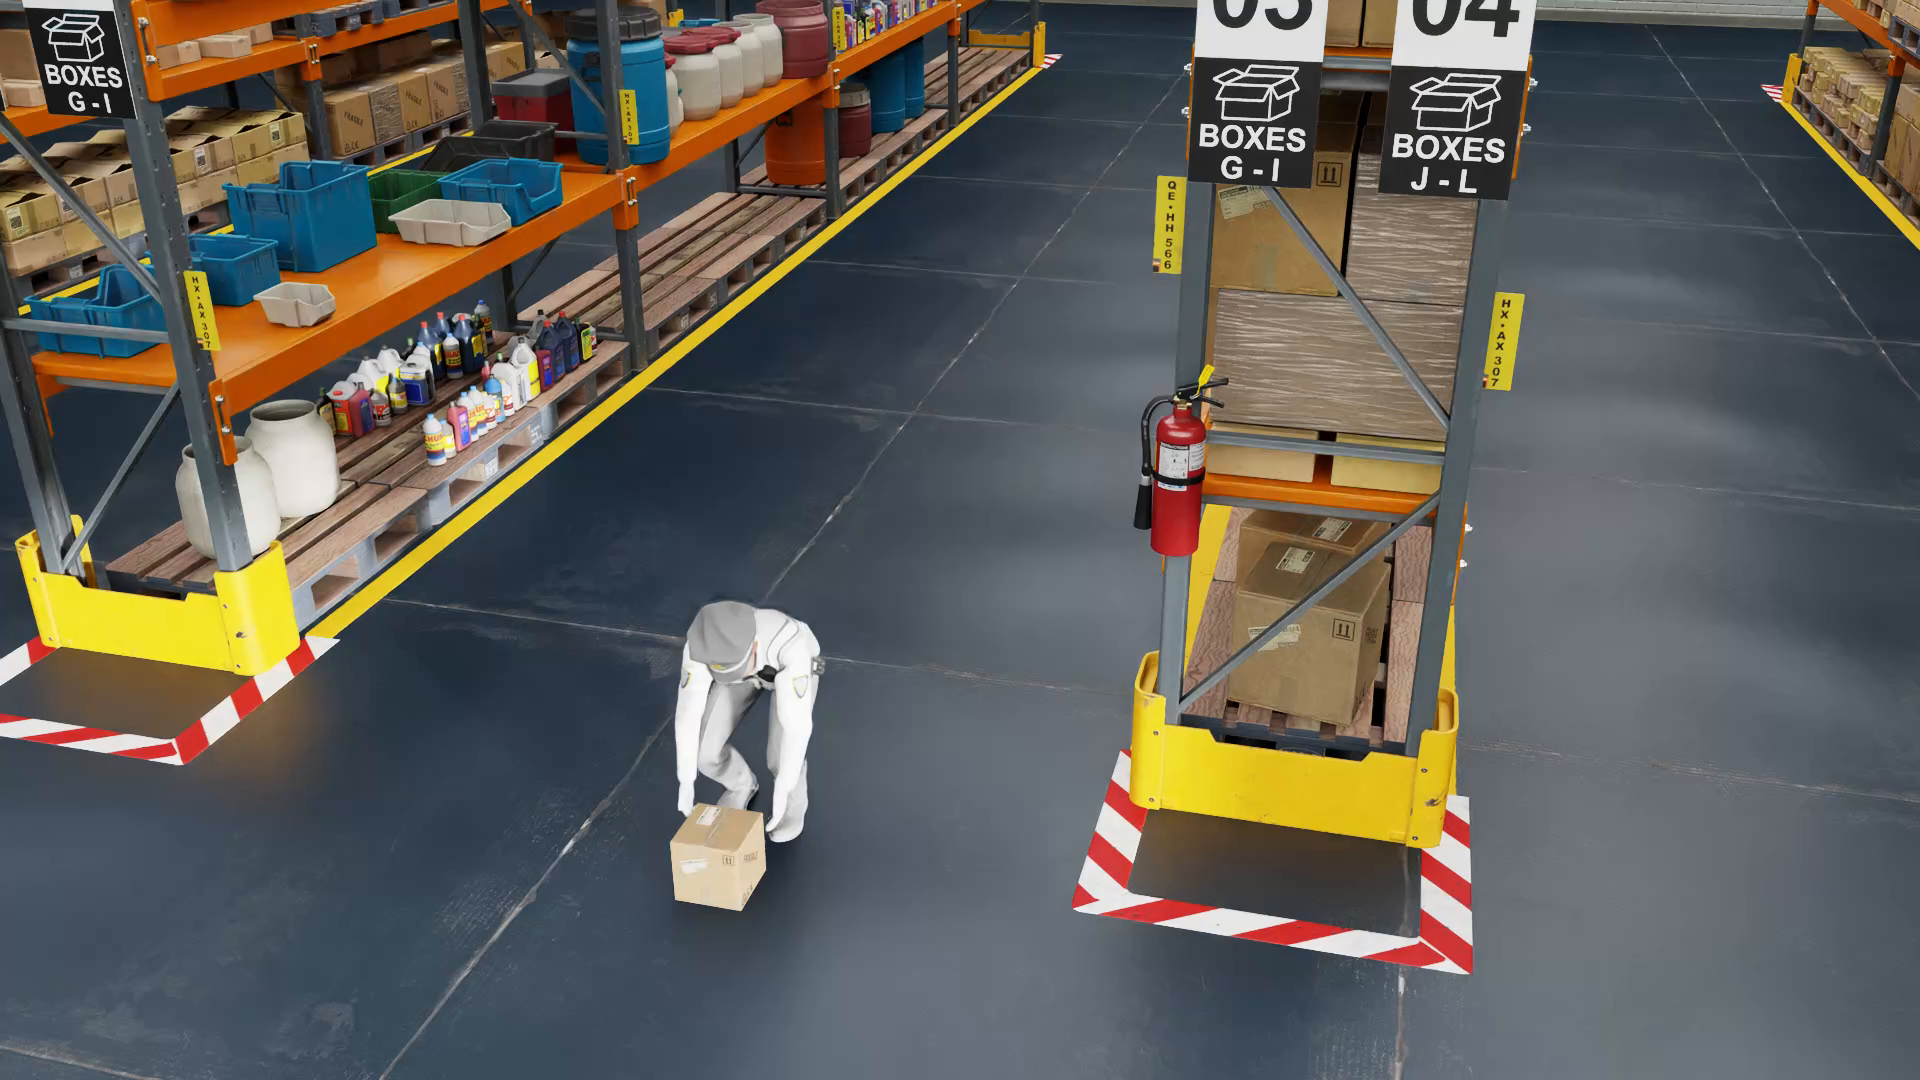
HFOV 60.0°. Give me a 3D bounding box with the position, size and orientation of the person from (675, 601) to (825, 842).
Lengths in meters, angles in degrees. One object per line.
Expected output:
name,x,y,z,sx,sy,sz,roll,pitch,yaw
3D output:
person,-0.735,0.605,6.031,0.505,1.075,0.825,6,26,13
